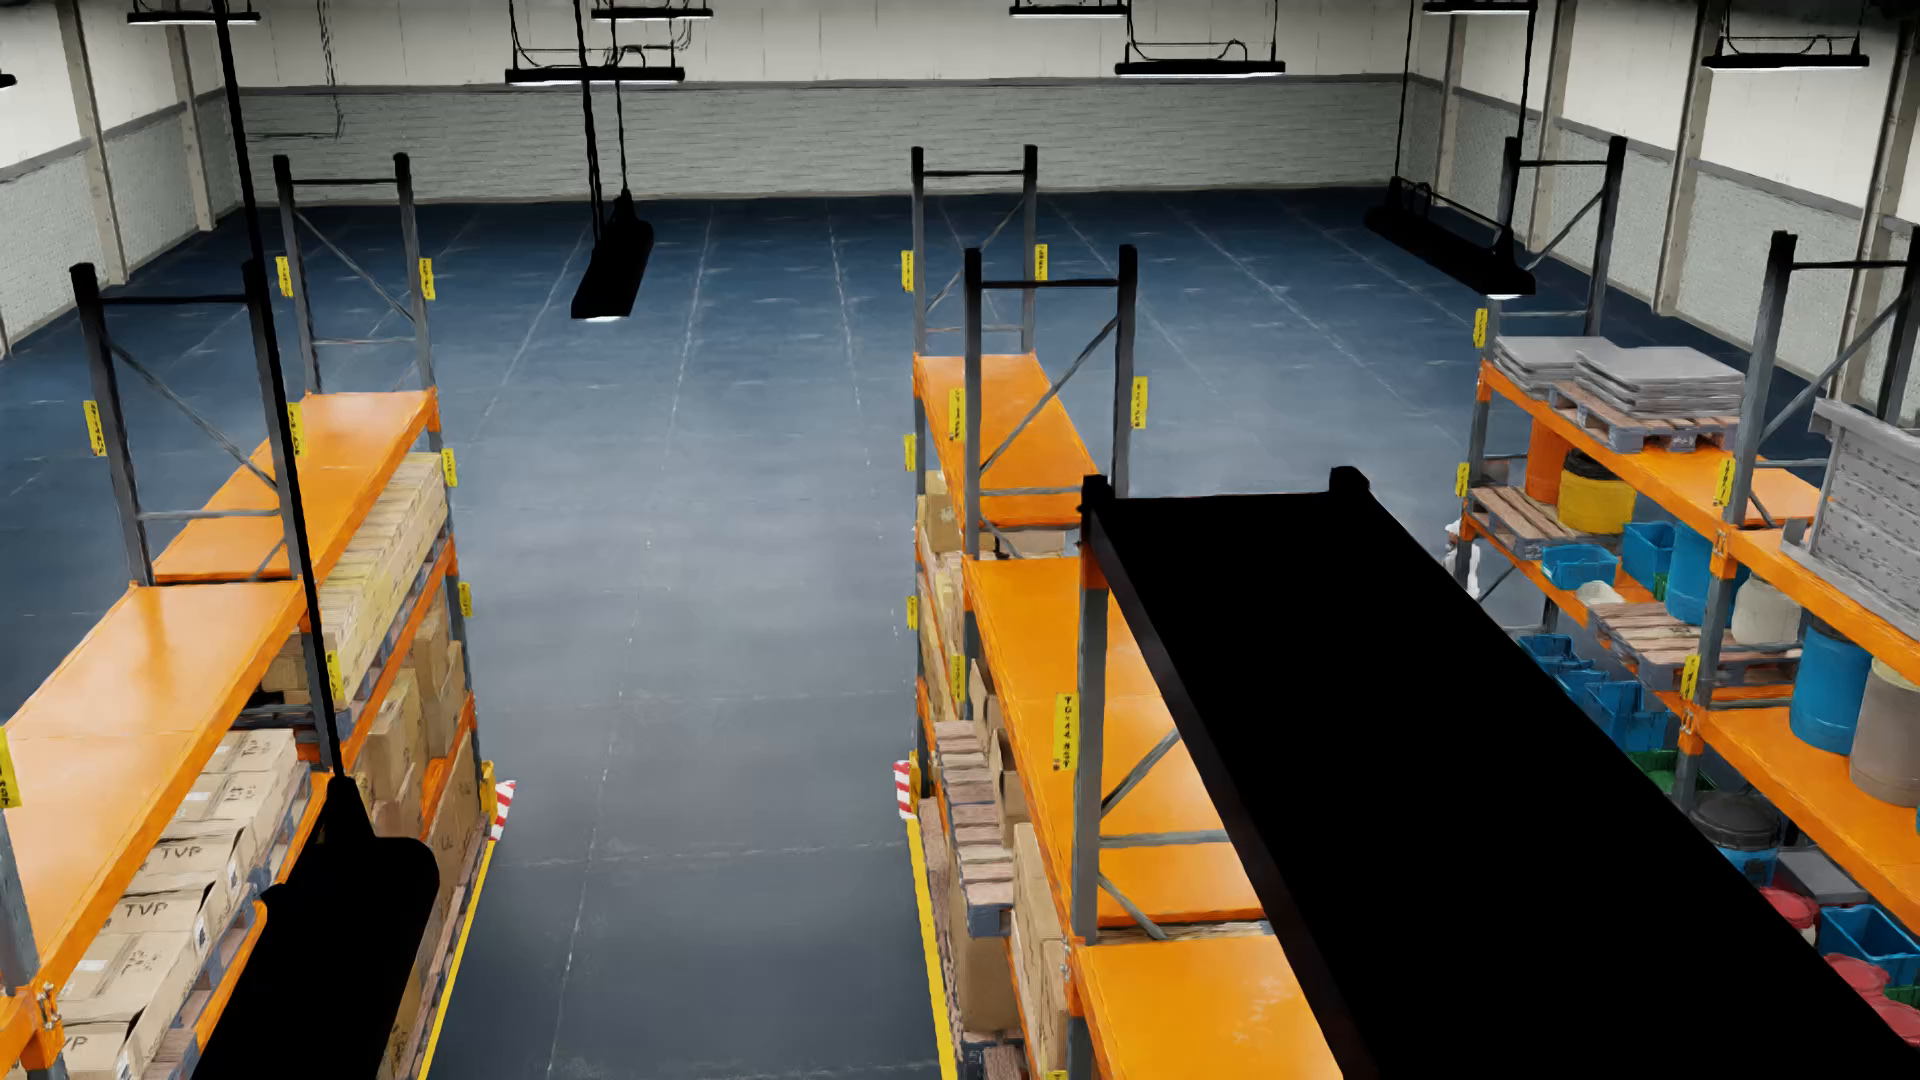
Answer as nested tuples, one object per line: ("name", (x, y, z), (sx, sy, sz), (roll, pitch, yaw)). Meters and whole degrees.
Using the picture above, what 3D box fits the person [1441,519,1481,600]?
("person", (5.317, 0.608, 17.747), (0.585, 1.747, 0.930), (-13, 25, -30))
